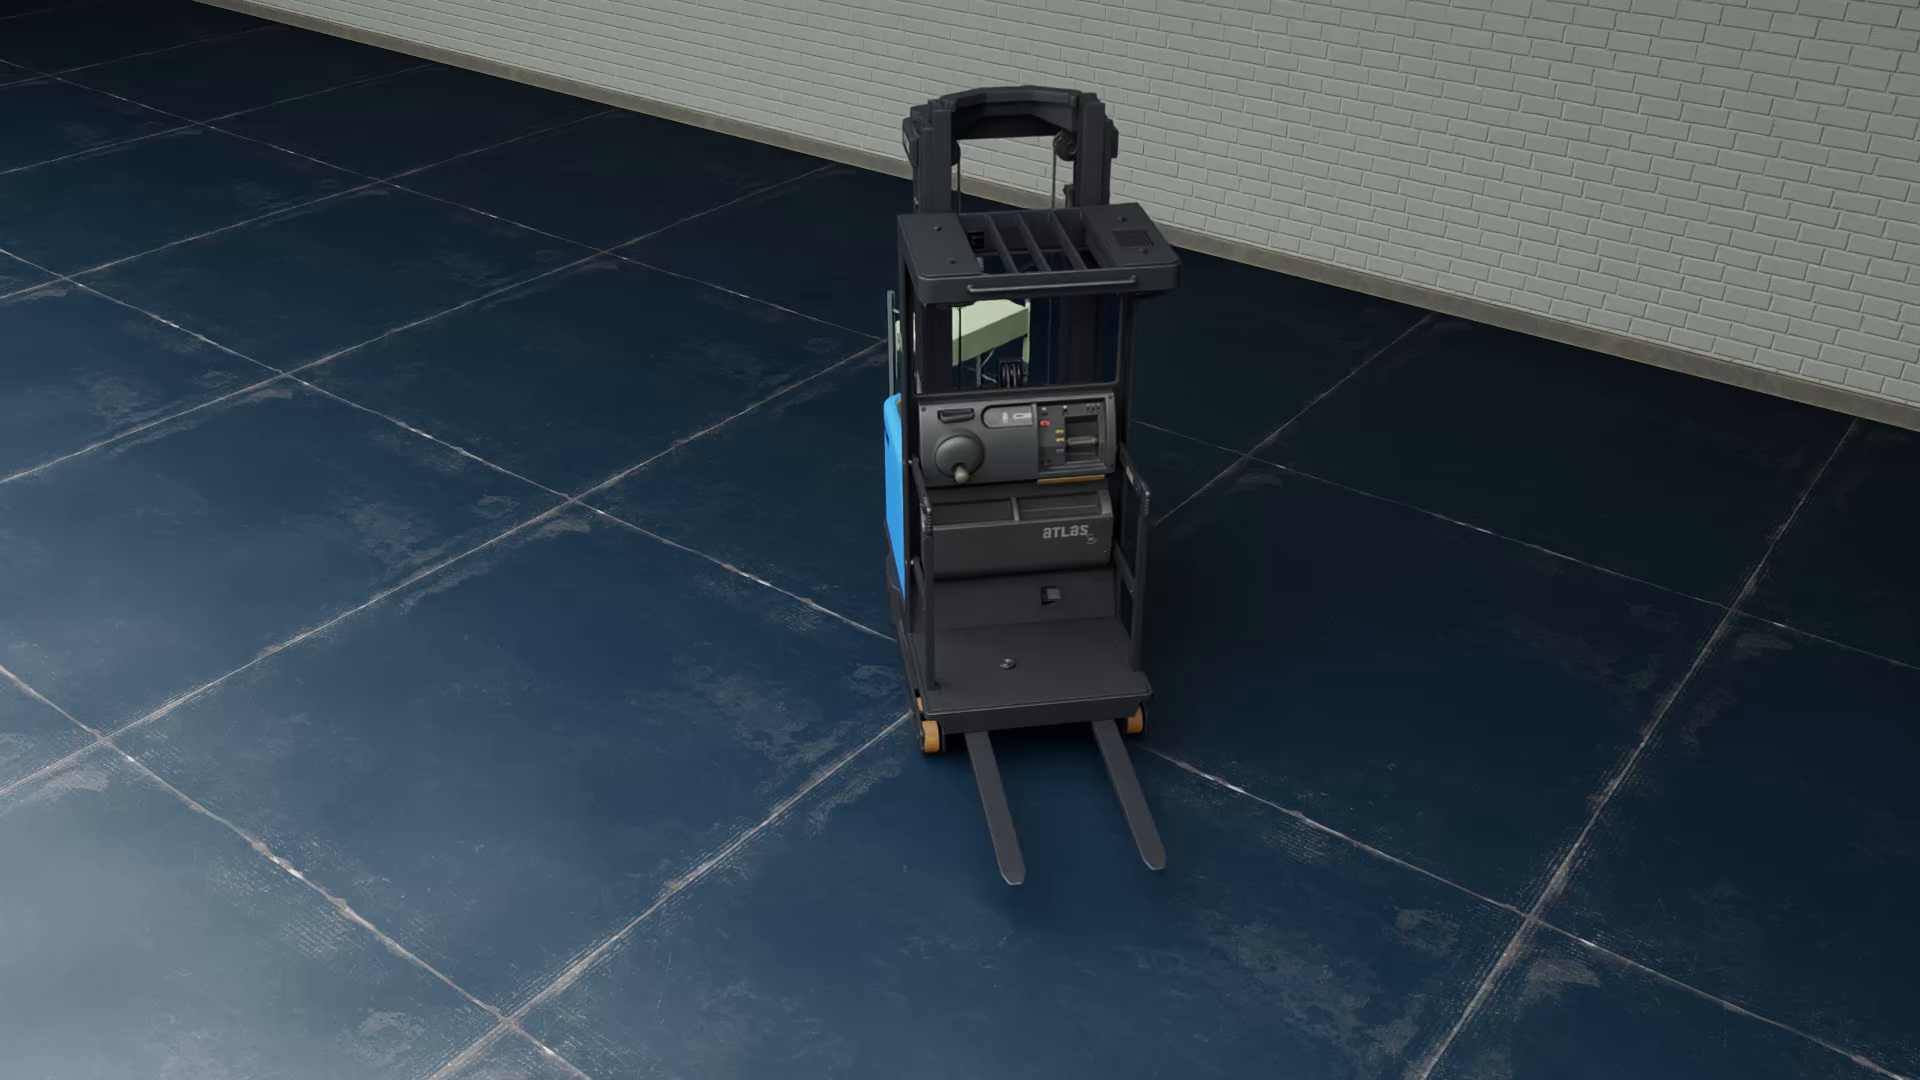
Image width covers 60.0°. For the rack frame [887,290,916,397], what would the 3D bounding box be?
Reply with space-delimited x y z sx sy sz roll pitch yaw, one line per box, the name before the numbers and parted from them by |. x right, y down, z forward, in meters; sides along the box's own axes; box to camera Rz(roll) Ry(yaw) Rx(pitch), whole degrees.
rack frame | -0.245 -0.653 9.380 0.400 1.500 0.023 25 39 36

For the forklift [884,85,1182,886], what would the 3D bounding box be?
forklift | 0.306 -0.427 7.595 1.130 2.935 3.031 -4 31 -7

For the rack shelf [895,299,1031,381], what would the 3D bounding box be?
rack shelf | 0.005 -1.125 9.411 0.431 0.370 0.720 25 39 36

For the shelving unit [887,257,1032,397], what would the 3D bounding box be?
shelving unit | 0.005 -0.789 9.610 0.431 1.500 0.755 25 39 36

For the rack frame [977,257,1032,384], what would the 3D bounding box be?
rack frame | 0.255 -0.925 9.840 0.400 1.500 0.023 25 39 36
